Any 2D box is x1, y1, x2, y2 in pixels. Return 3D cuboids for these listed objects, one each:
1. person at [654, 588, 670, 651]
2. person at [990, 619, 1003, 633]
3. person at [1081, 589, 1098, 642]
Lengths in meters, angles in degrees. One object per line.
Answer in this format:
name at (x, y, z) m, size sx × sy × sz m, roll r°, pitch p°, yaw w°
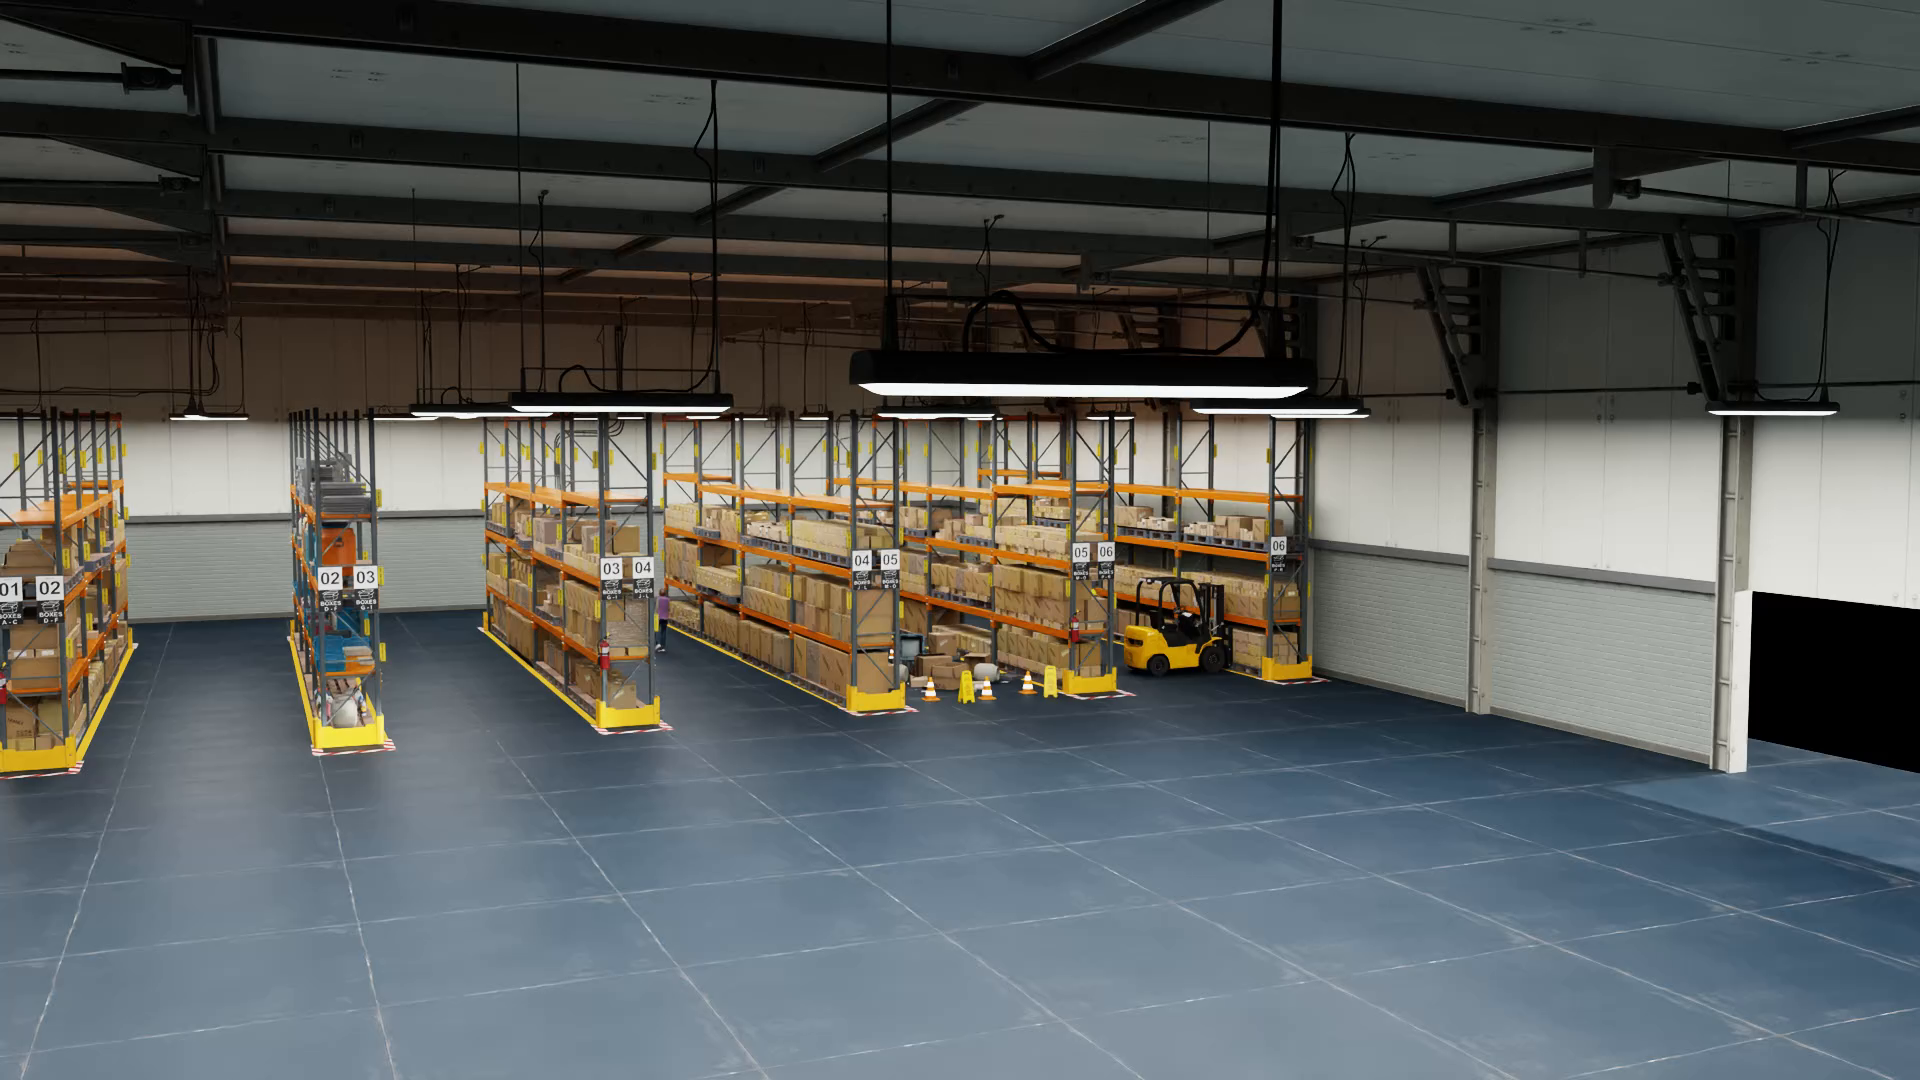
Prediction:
person at (-7.493, 1.996, 41.721) m, size 0.473 × 1.598 × 0.358 m, roll -2°, pitch 5°, yaw -30°
person at (1.012, 1.657, 45.289) m, size 0.467 × 1.791 × 0.602 m, roll 3°, pitch 5°, yaw 38°
person at (3.164, 2.072, 39.905) m, size 0.585 × 1.810 × 0.602 m, roll -2°, pitch 5°, yaw -29°
